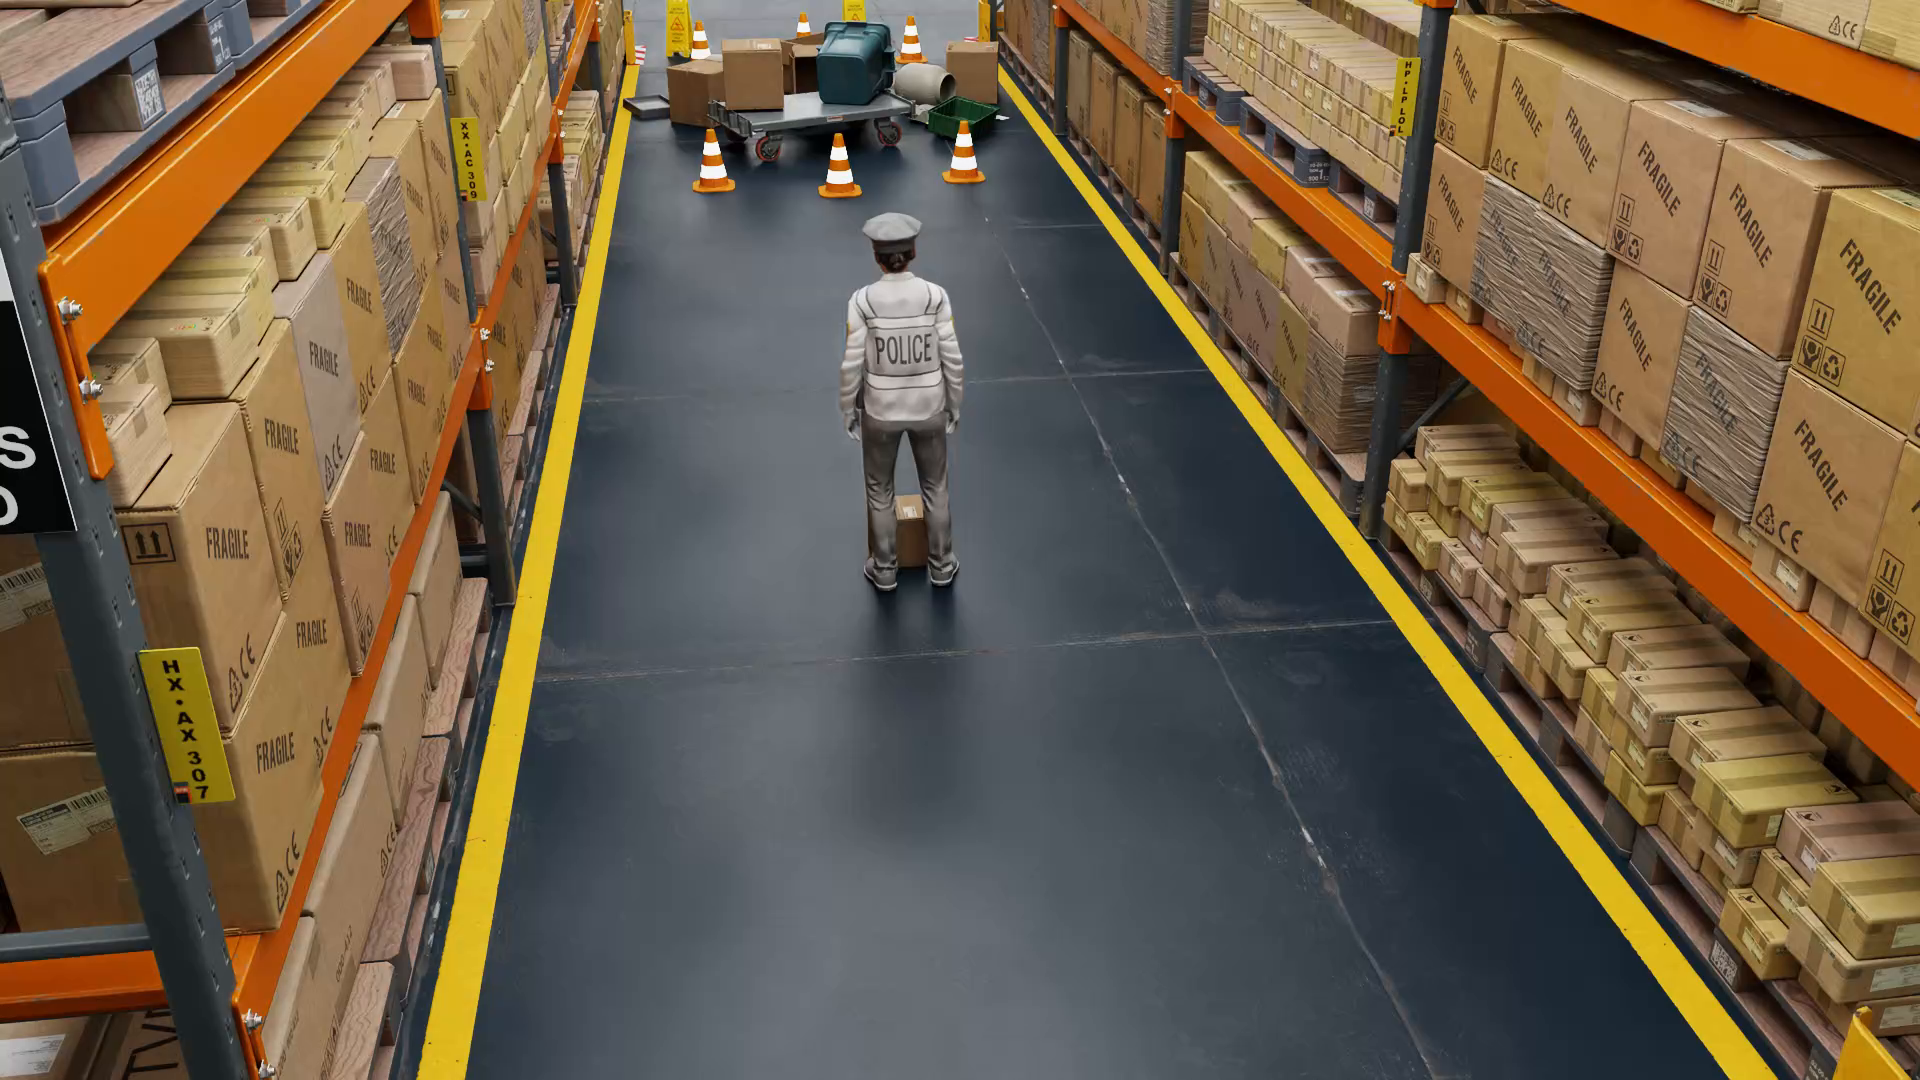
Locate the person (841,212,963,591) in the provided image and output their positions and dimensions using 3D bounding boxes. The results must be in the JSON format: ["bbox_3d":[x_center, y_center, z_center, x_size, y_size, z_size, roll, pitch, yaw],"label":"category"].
[{"bbox_3d":[-0.251,-0.559,7.198,0.530,1.663,0.377,-4,28,-7],"label":"person"}]
